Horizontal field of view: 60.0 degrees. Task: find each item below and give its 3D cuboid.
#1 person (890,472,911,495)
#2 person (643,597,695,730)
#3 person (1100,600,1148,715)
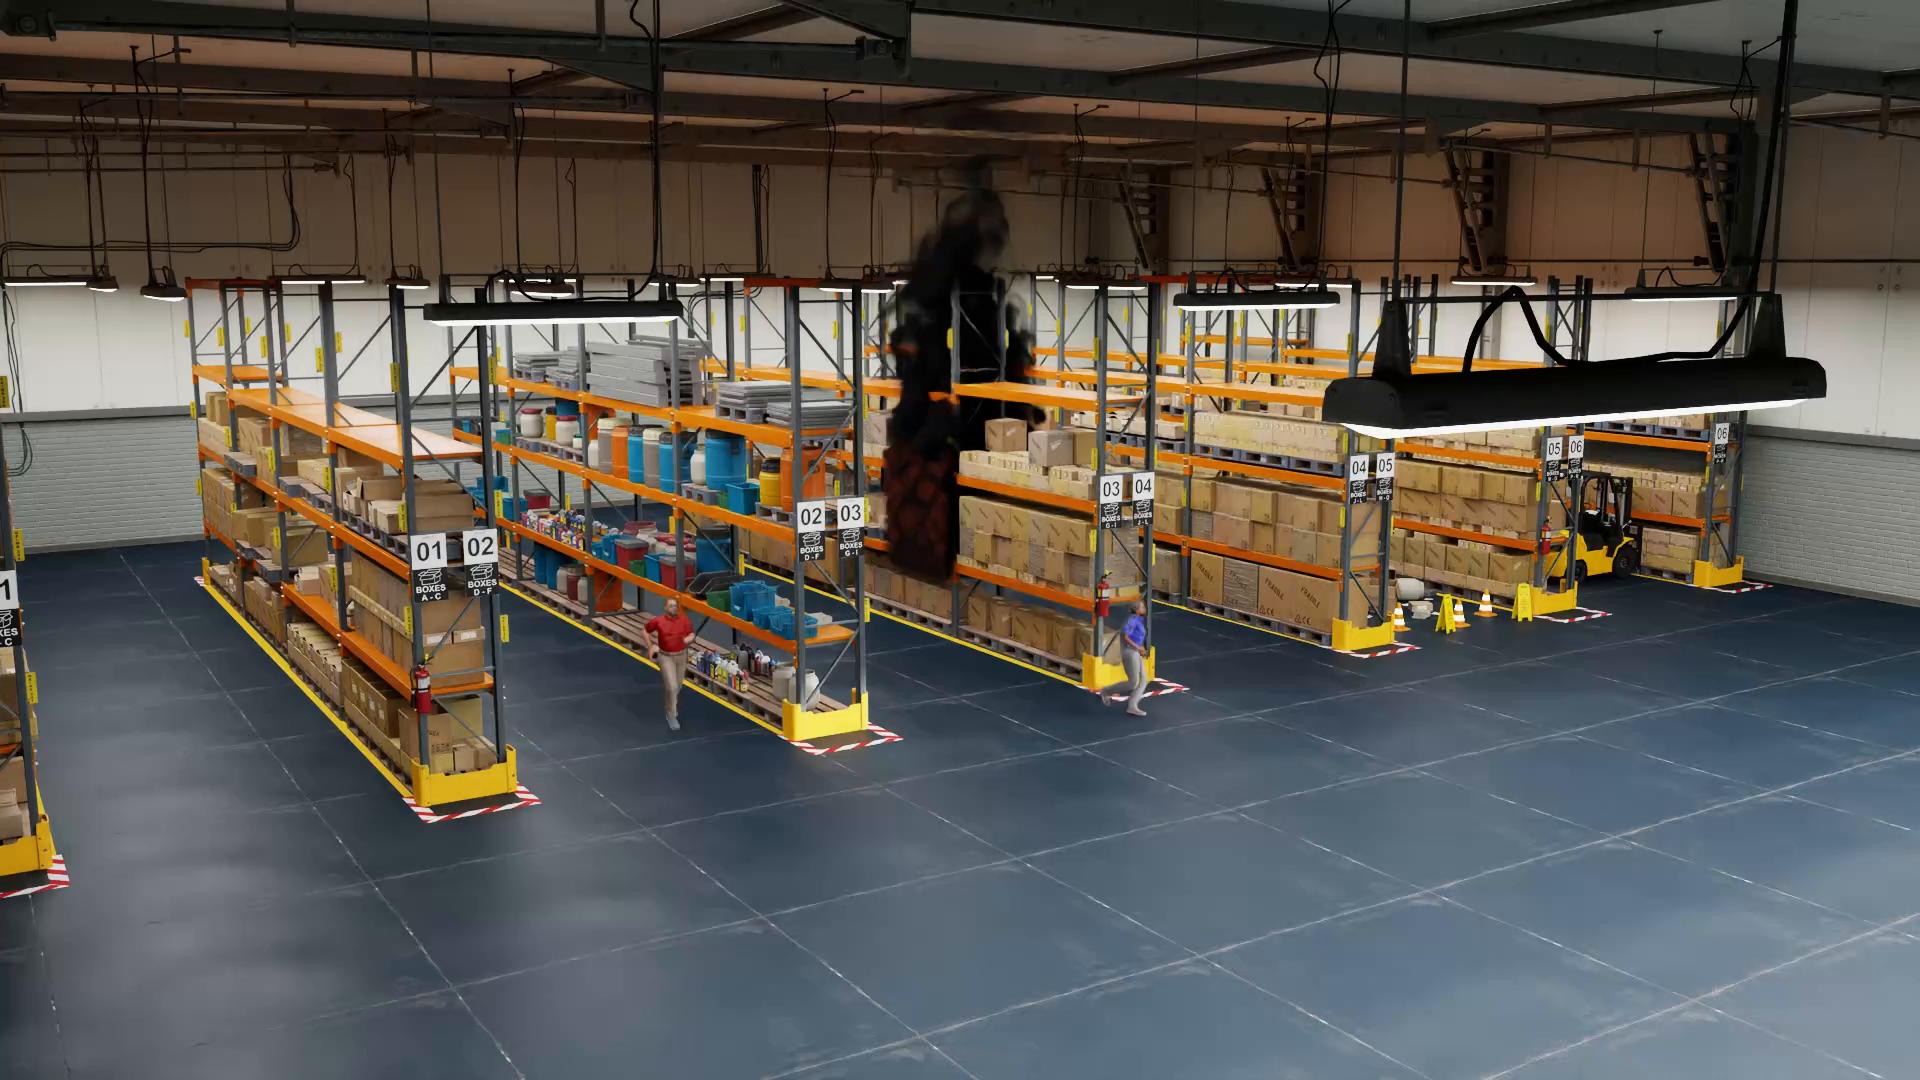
[{"bbox_3d":[-1.279,-0.700,36.698,0.693,1.816,0.895,-6,11,-33],"label":"person"},{"bbox_3d":[-3.964,1.672,22.884,0.637,1.792,0.792,-7,12,-35],"label":"person"},{"bbox_3d":[2.369,1.644,23.576,0.678,1.578,0.631,3,10,17],"label":"person"}]
